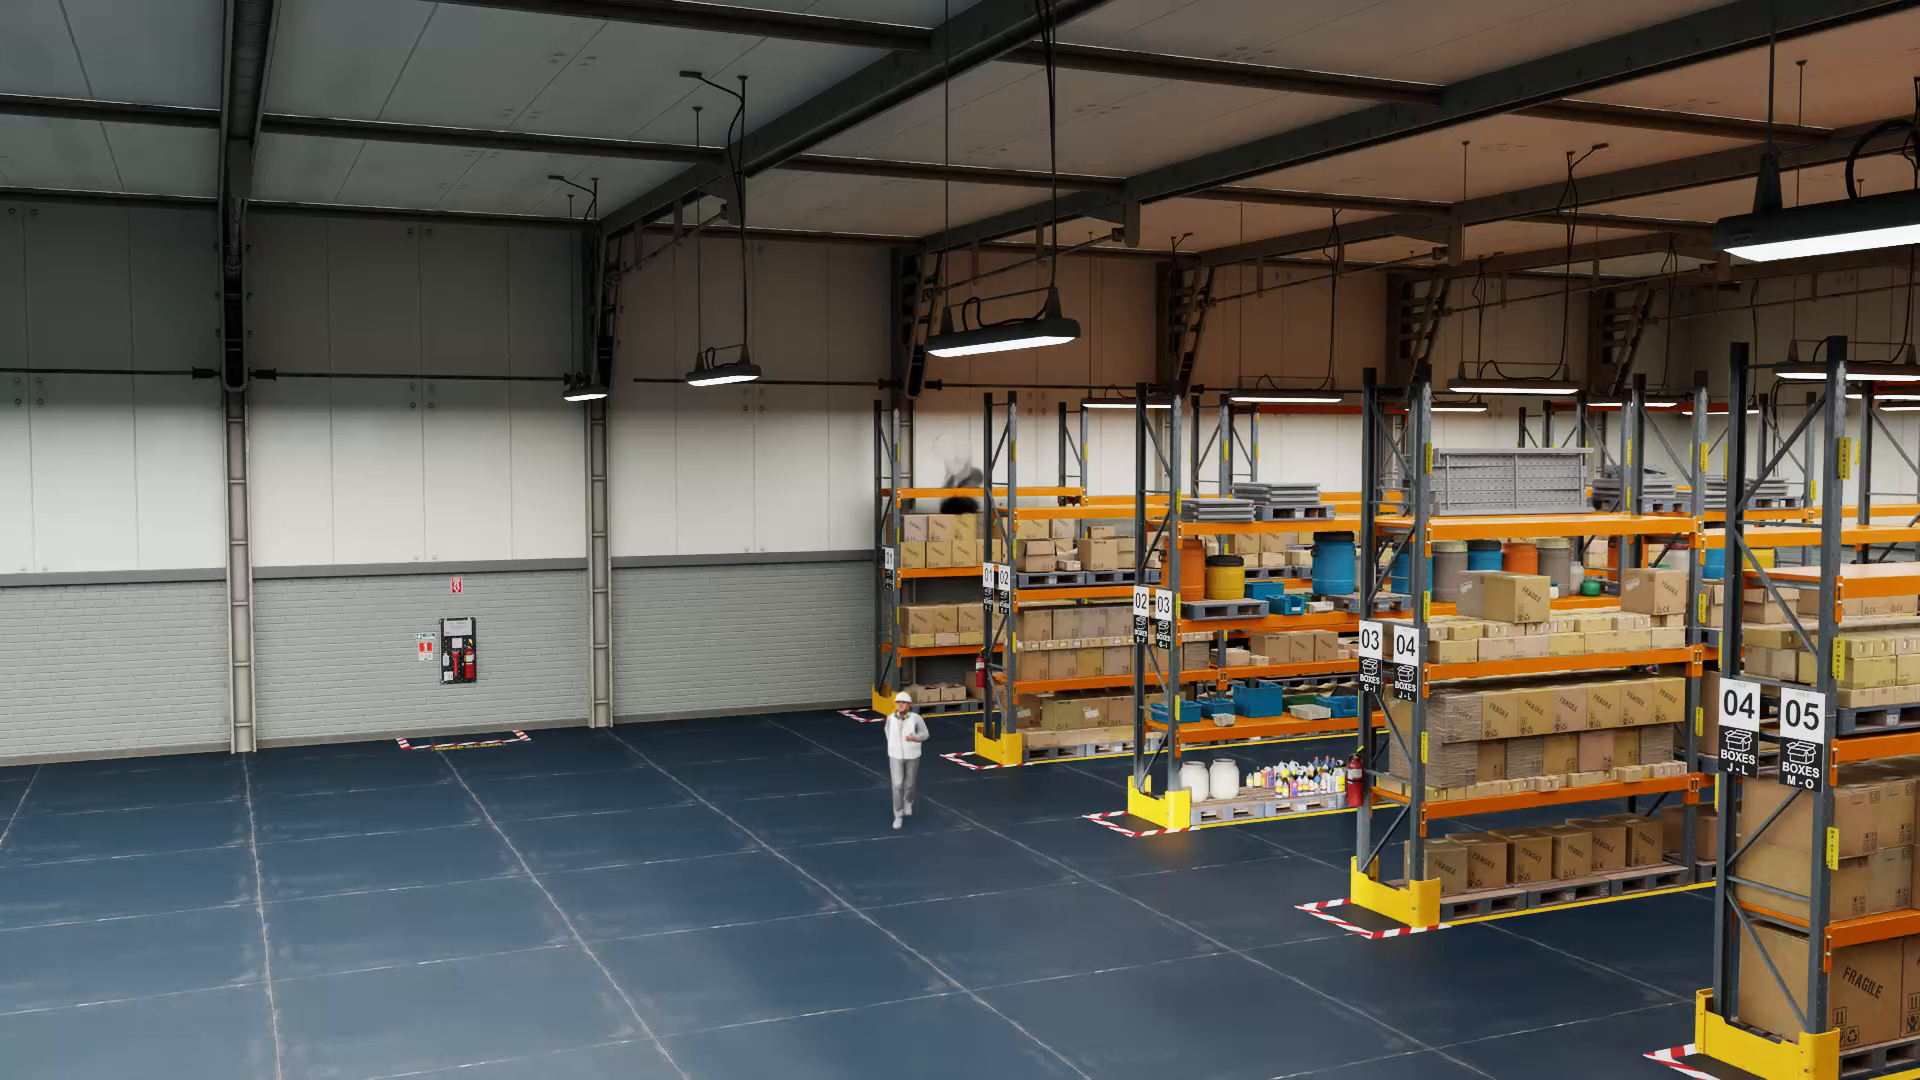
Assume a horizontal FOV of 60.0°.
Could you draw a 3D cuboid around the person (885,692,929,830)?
[{"bbox_3d":[-0.728,2.961,22.614,0.638,1.813,0.871,0,3,5],"label":"person"}]
